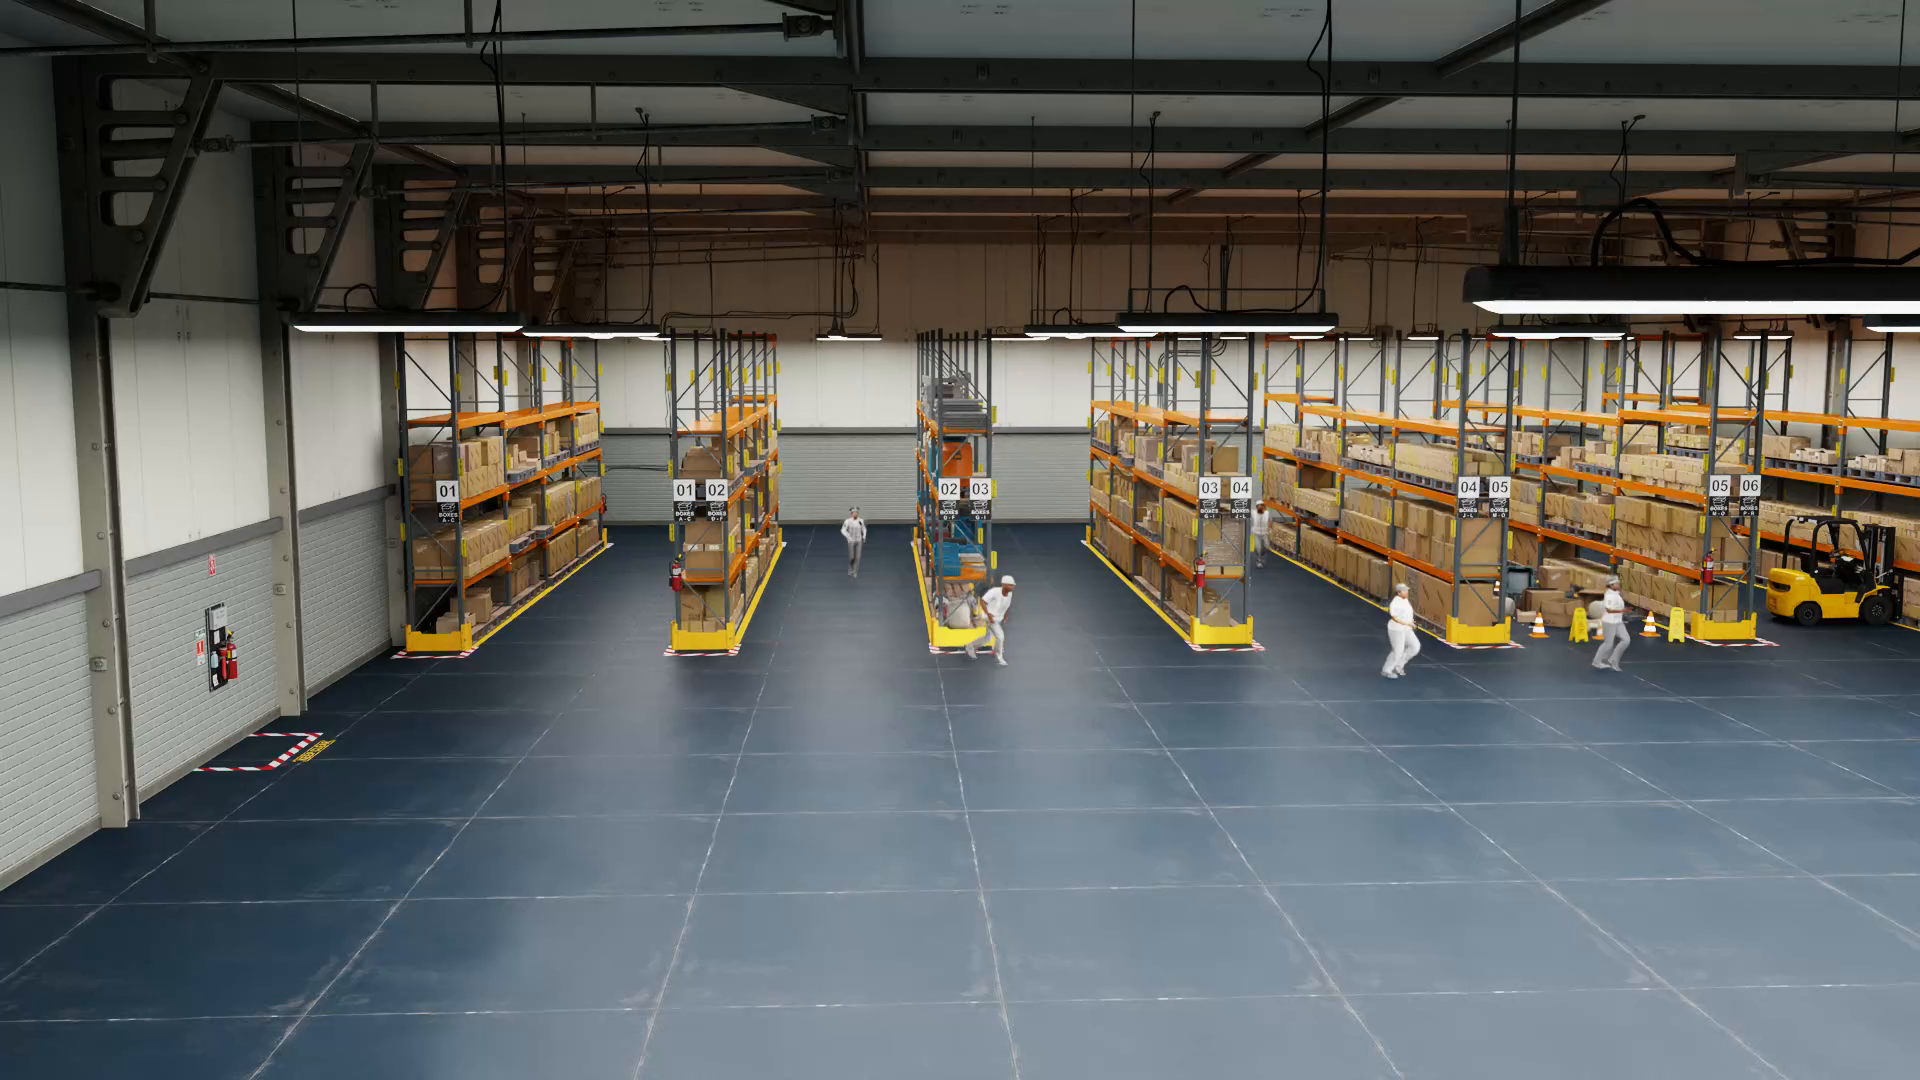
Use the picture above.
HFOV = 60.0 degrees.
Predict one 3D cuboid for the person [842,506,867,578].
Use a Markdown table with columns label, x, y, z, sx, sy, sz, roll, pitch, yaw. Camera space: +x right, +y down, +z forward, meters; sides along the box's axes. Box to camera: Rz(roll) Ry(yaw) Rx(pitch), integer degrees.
| label | x | y | z | sx | sy | sz | roll | pitch | yaw |
| --- | --- | --- | --- | --- | --- | --- | --- | --- | --- |
| person | -2.451 | 0.038 | 38.806 | 0.609 | 1.665 | 0.493 | -2 | 7 | -16 |

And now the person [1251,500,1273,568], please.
| label | x | y | z | sx | sy | sz | roll | pitch | yaw |
| --- | --- | --- | --- | --- | --- | --- | --- | --- | --- |
| person | 7.682 | -0.151 | 42.524 | 0.657 | 1.735 | 0.588 | 0 | 7 | 1 |

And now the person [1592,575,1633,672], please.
| label | x | y | z | sx | sy | sz | roll | pitch | yaw |
| --- | --- | --- | --- | --- | --- | --- | --- | --- | --- |
| person | 11.451 | 1.468 | 29.107 | 0.677 | 1.727 | 0.559 | 6 | 9 | 42 |

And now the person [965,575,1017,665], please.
| label | x | y | z | sx | sy | sz | roll | pitch | yaw |
| --- | --- | --- | --- | --- | --- | --- | --- | --- | --- |
| person | 0.559 | 1.427 | 29.874 | 1.071 | 1.658 | 0.677 | 5 | 9 | 39 |

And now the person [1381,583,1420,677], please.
| label | x | y | z | sx | sy | sz | roll | pitch | yaw |
| --- | --- | --- | --- | --- | --- | --- | --- | --- | --- |
| person | 7.575 | 1.551 | 28.538 | 0.611 | 1.632 | 0.580 | 6 | 9 | 39 |
